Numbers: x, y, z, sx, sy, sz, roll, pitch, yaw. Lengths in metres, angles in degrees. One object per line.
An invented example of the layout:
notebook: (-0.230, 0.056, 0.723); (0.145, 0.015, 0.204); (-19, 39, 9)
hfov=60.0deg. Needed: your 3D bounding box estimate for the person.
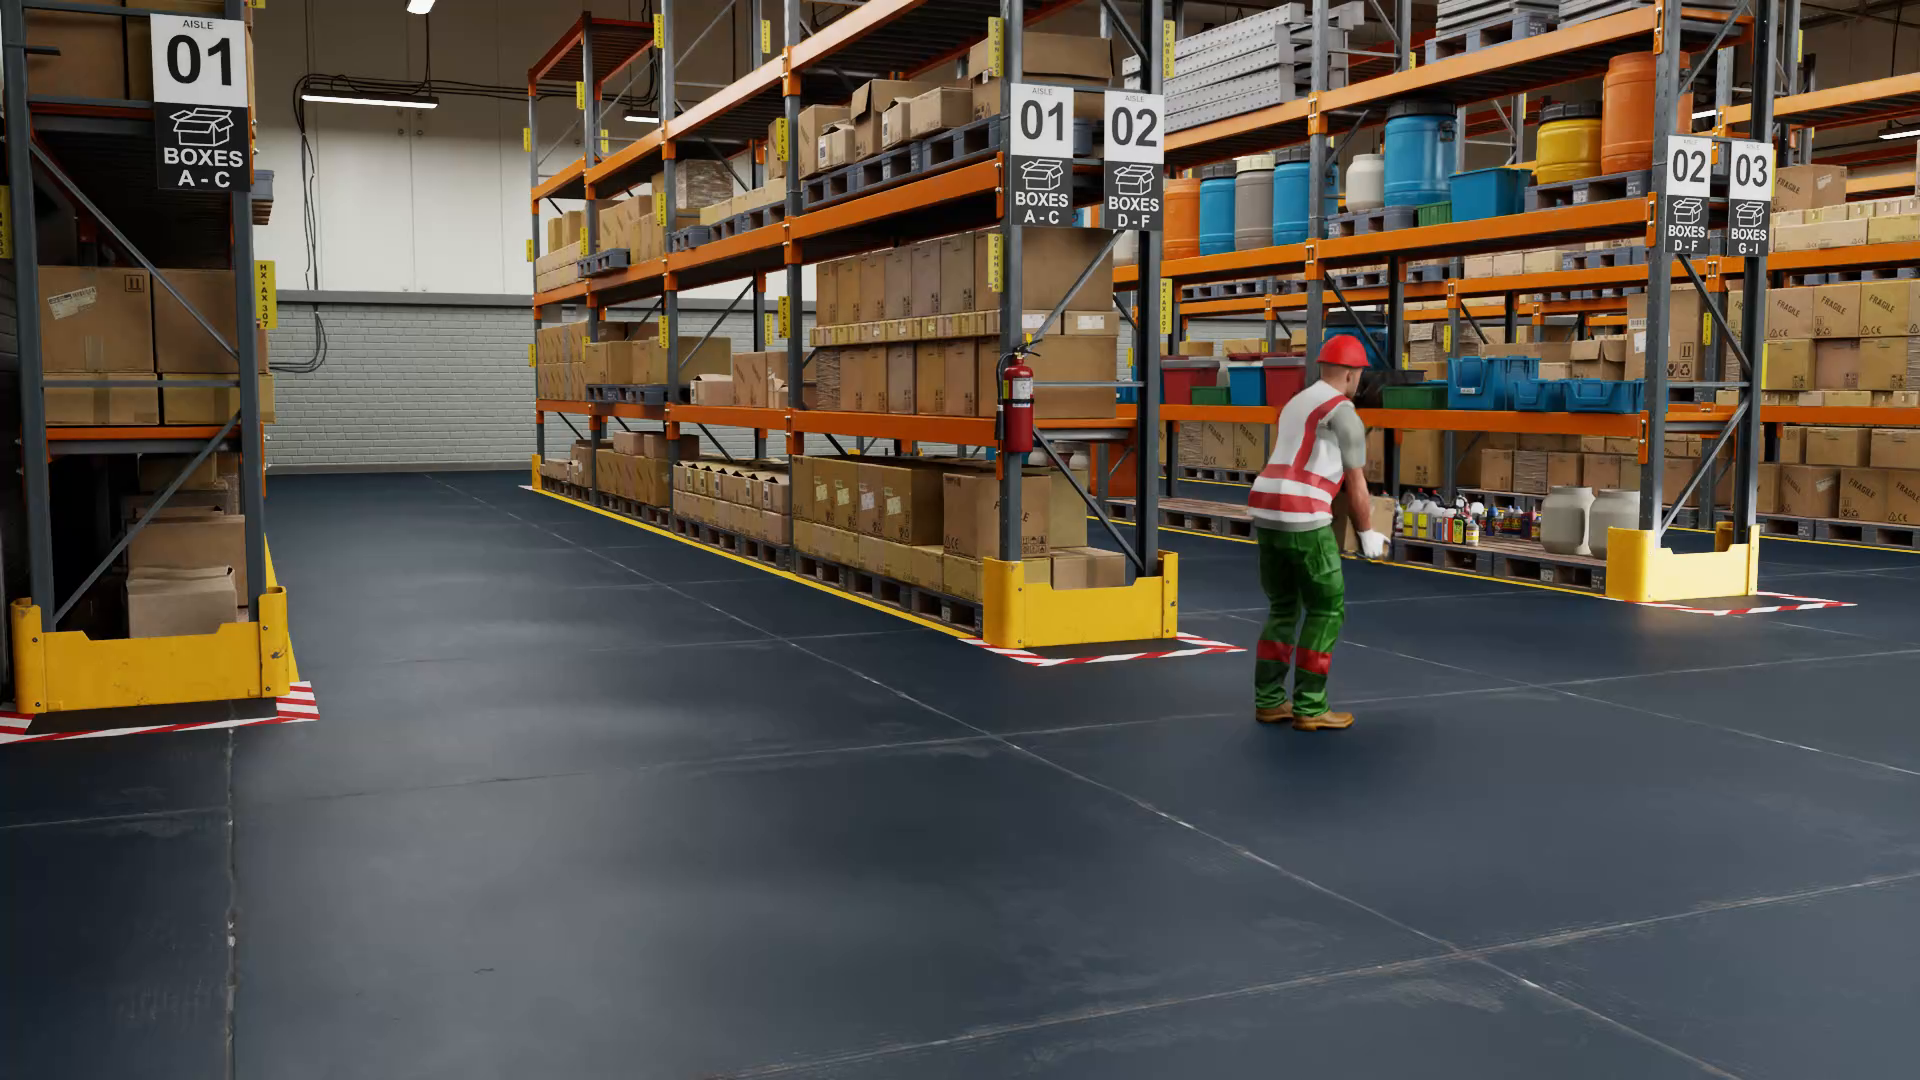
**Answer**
person: (1.555, -0.070, 7.359); (0.573, 1.782, 0.493); (-2, 6, -23)
